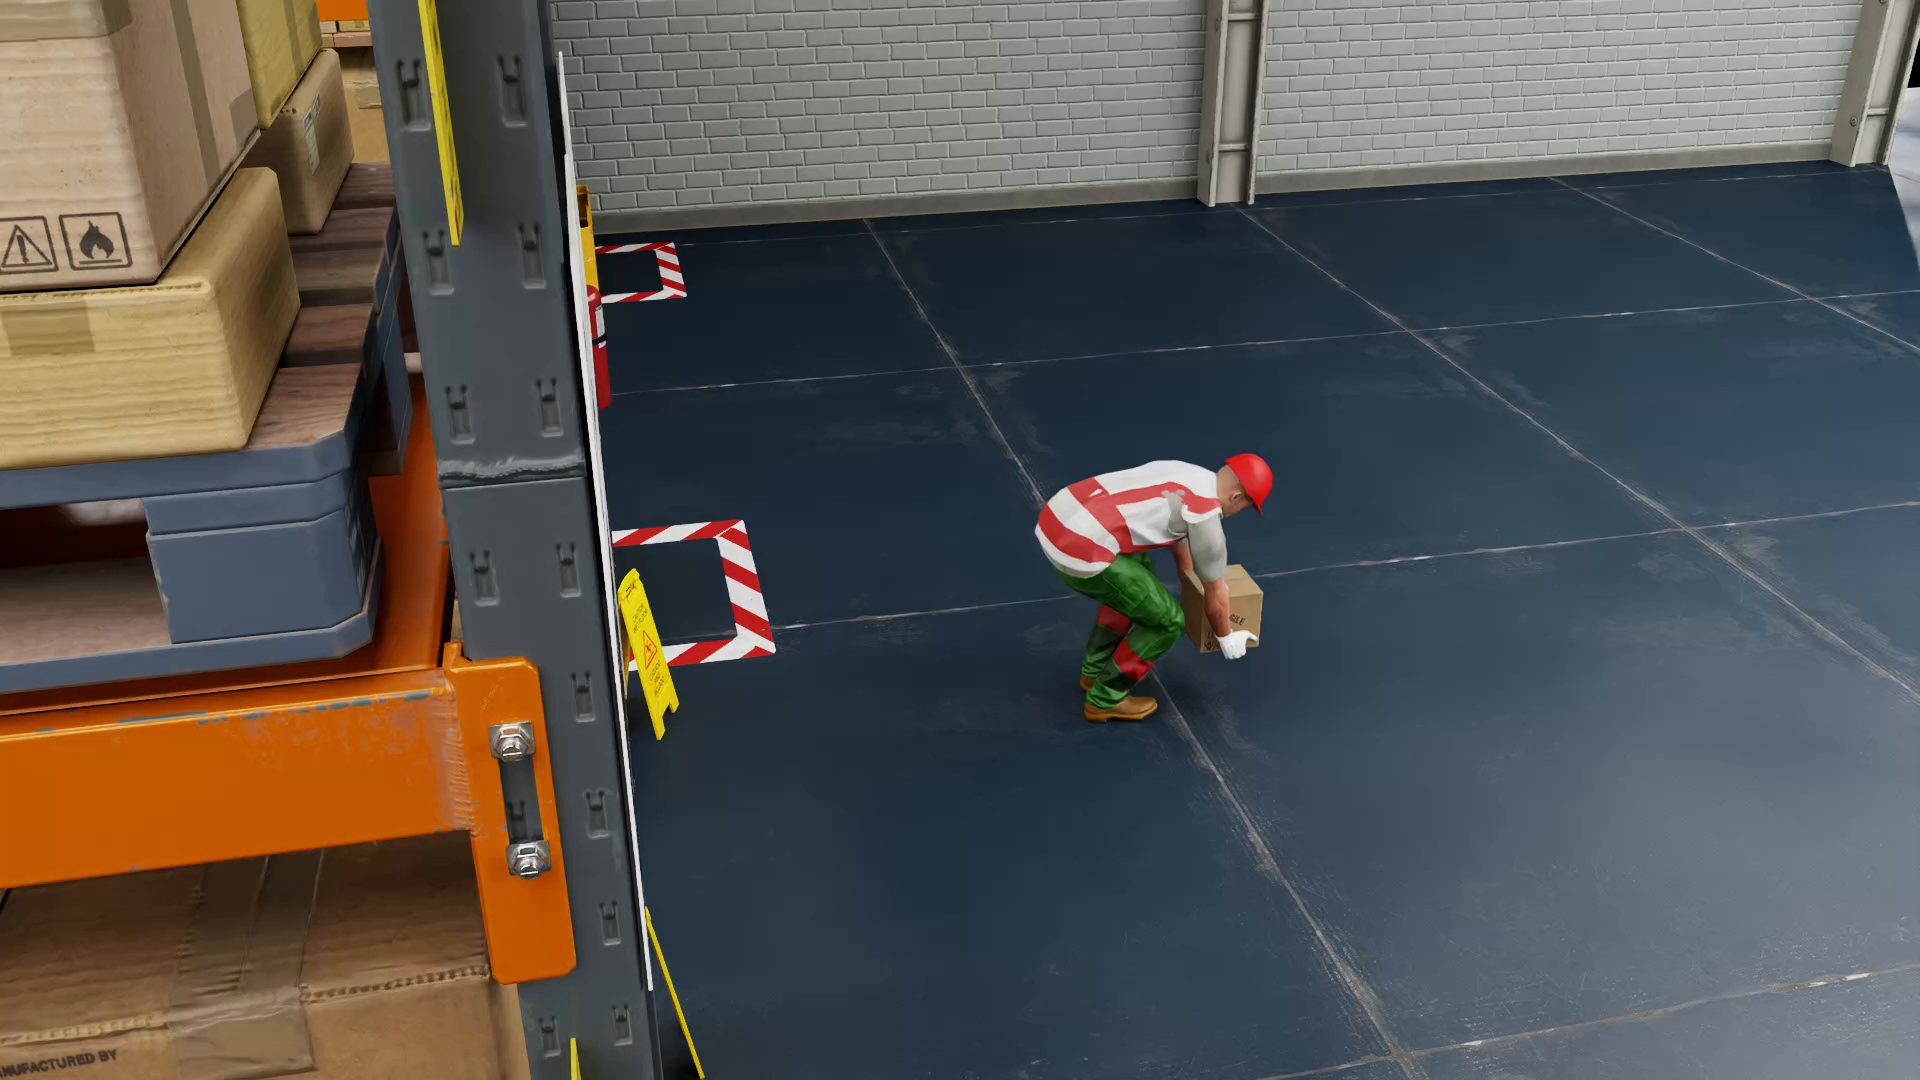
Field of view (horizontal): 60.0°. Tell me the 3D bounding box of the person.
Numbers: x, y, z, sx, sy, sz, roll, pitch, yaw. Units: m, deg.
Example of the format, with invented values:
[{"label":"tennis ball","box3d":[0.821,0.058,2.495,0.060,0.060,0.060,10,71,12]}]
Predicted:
[{"label":"person","box3d":[0.772,0.176,6.603,0.958,1.014,0.524,-7,27,-14]}]
